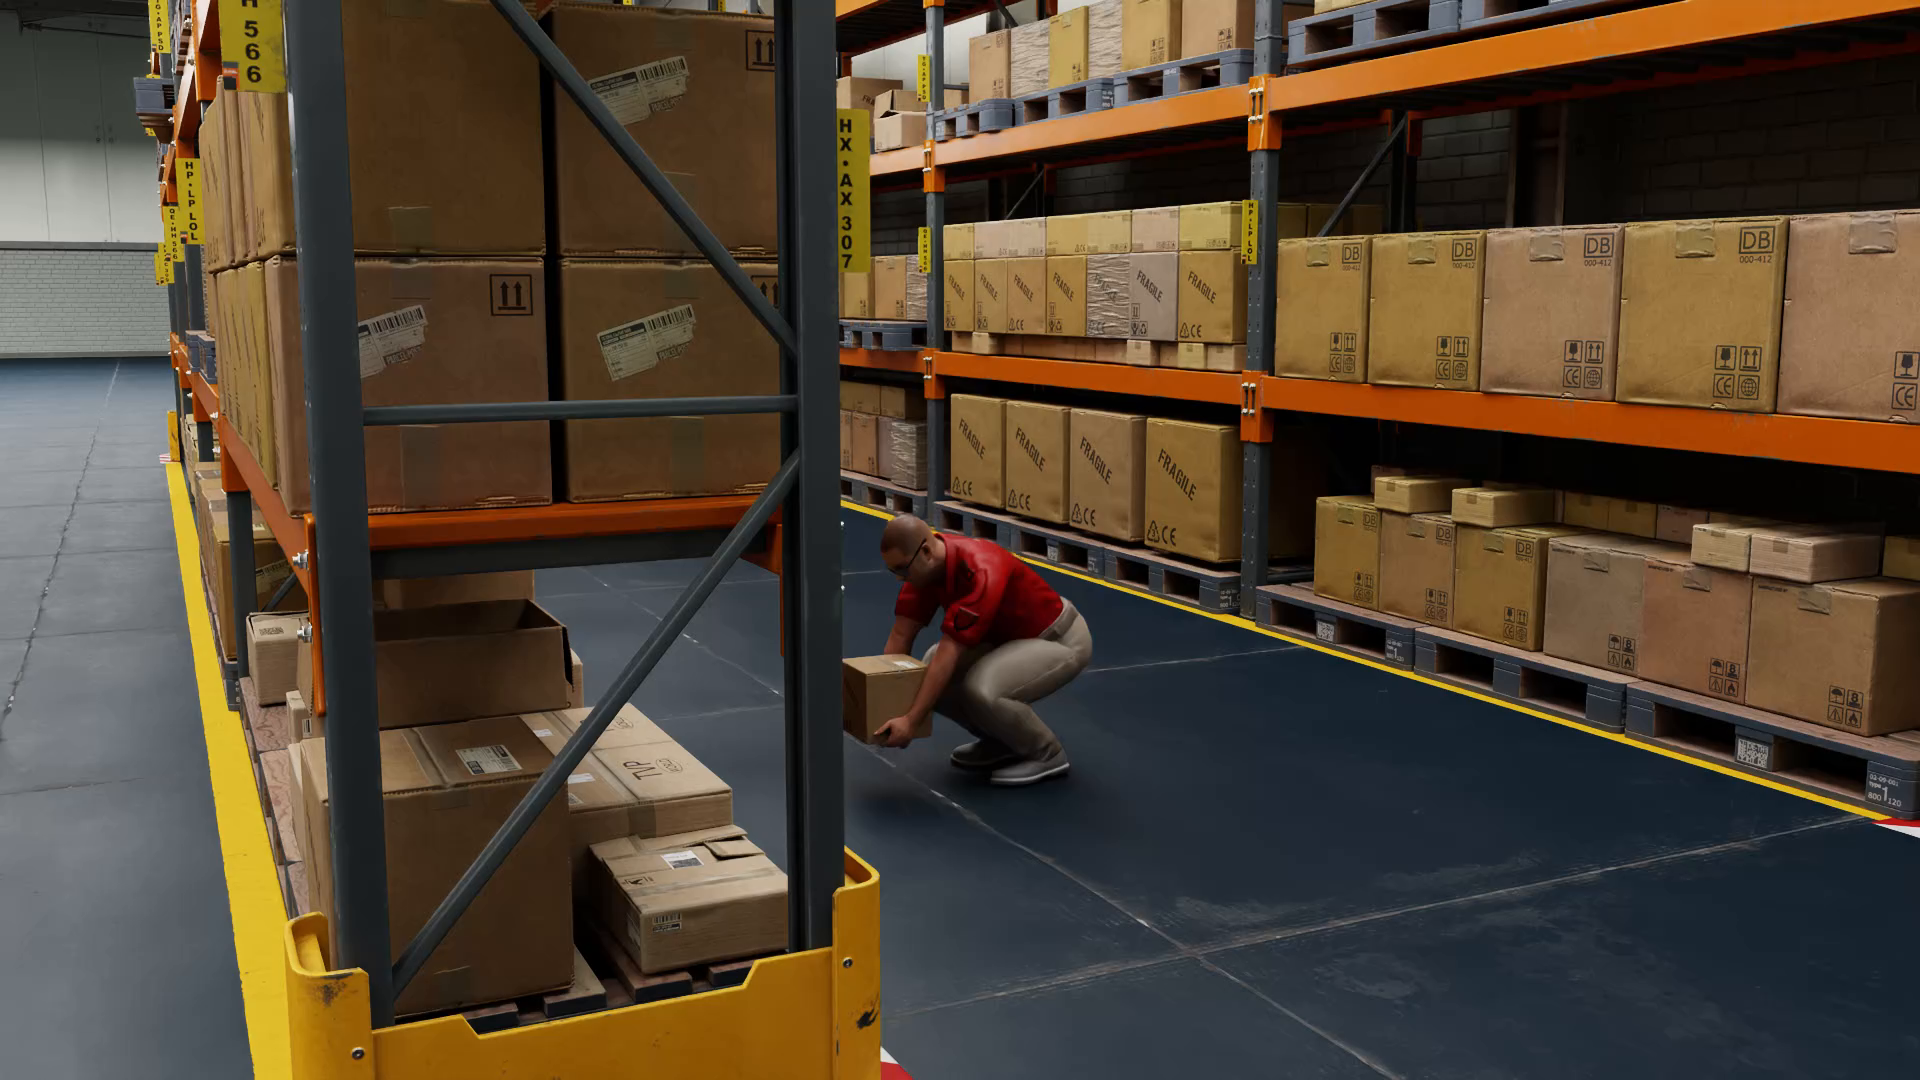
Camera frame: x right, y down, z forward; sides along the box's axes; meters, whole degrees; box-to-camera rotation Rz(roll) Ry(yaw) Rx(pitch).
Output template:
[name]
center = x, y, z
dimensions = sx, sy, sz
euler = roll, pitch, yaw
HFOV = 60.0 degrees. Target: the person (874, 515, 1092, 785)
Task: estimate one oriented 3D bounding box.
[person]
center = 0.050, 0.375, 5.955
dimensions = 0.895, 0.985, 0.533
euler = -4, 10, -27
